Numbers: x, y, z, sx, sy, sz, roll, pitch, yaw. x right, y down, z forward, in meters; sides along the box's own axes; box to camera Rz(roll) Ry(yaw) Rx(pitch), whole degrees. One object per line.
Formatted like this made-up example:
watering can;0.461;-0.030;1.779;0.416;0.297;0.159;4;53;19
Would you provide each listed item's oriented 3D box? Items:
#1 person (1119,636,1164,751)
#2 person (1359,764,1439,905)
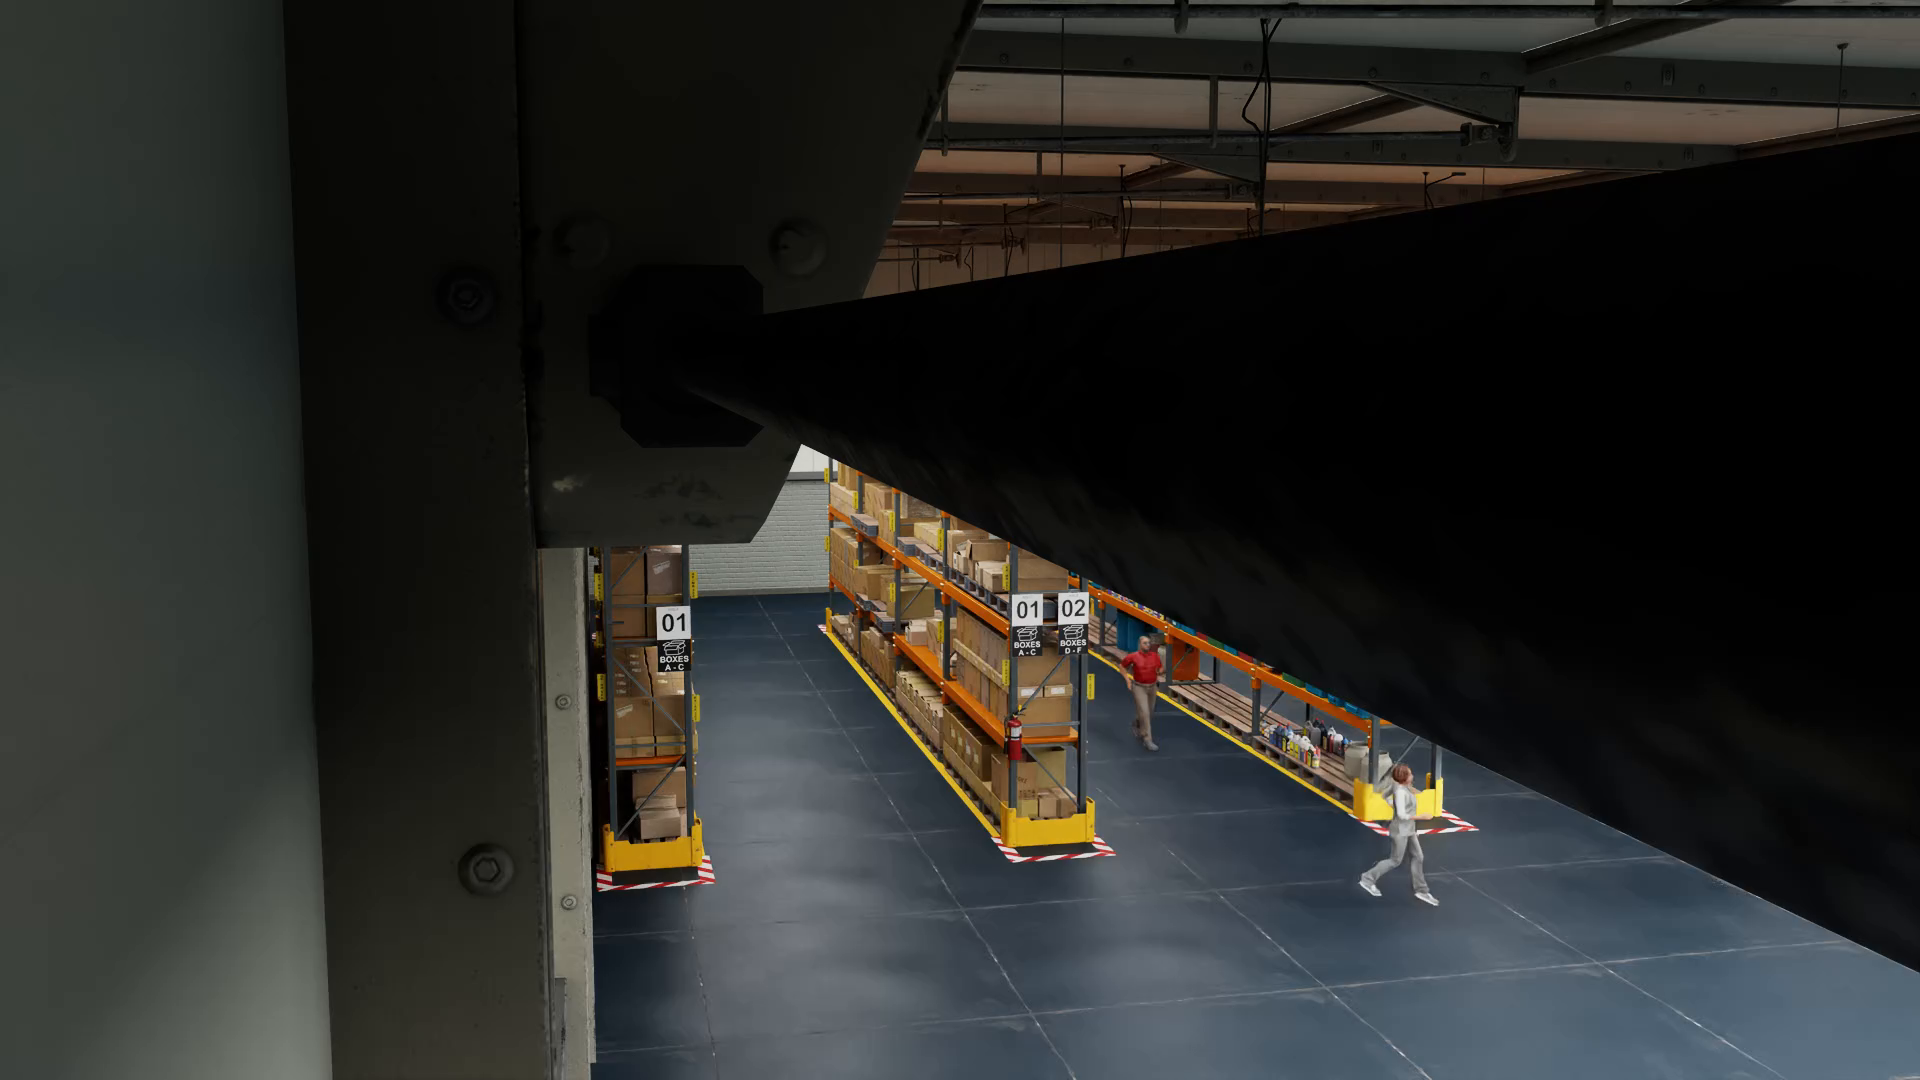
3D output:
person;2.892;2.359;26.109;0.662;1.716;0.989;-3;8;-26
person;4.980;3.315;18.775;0.861;1.610;0.548;2;7;19
